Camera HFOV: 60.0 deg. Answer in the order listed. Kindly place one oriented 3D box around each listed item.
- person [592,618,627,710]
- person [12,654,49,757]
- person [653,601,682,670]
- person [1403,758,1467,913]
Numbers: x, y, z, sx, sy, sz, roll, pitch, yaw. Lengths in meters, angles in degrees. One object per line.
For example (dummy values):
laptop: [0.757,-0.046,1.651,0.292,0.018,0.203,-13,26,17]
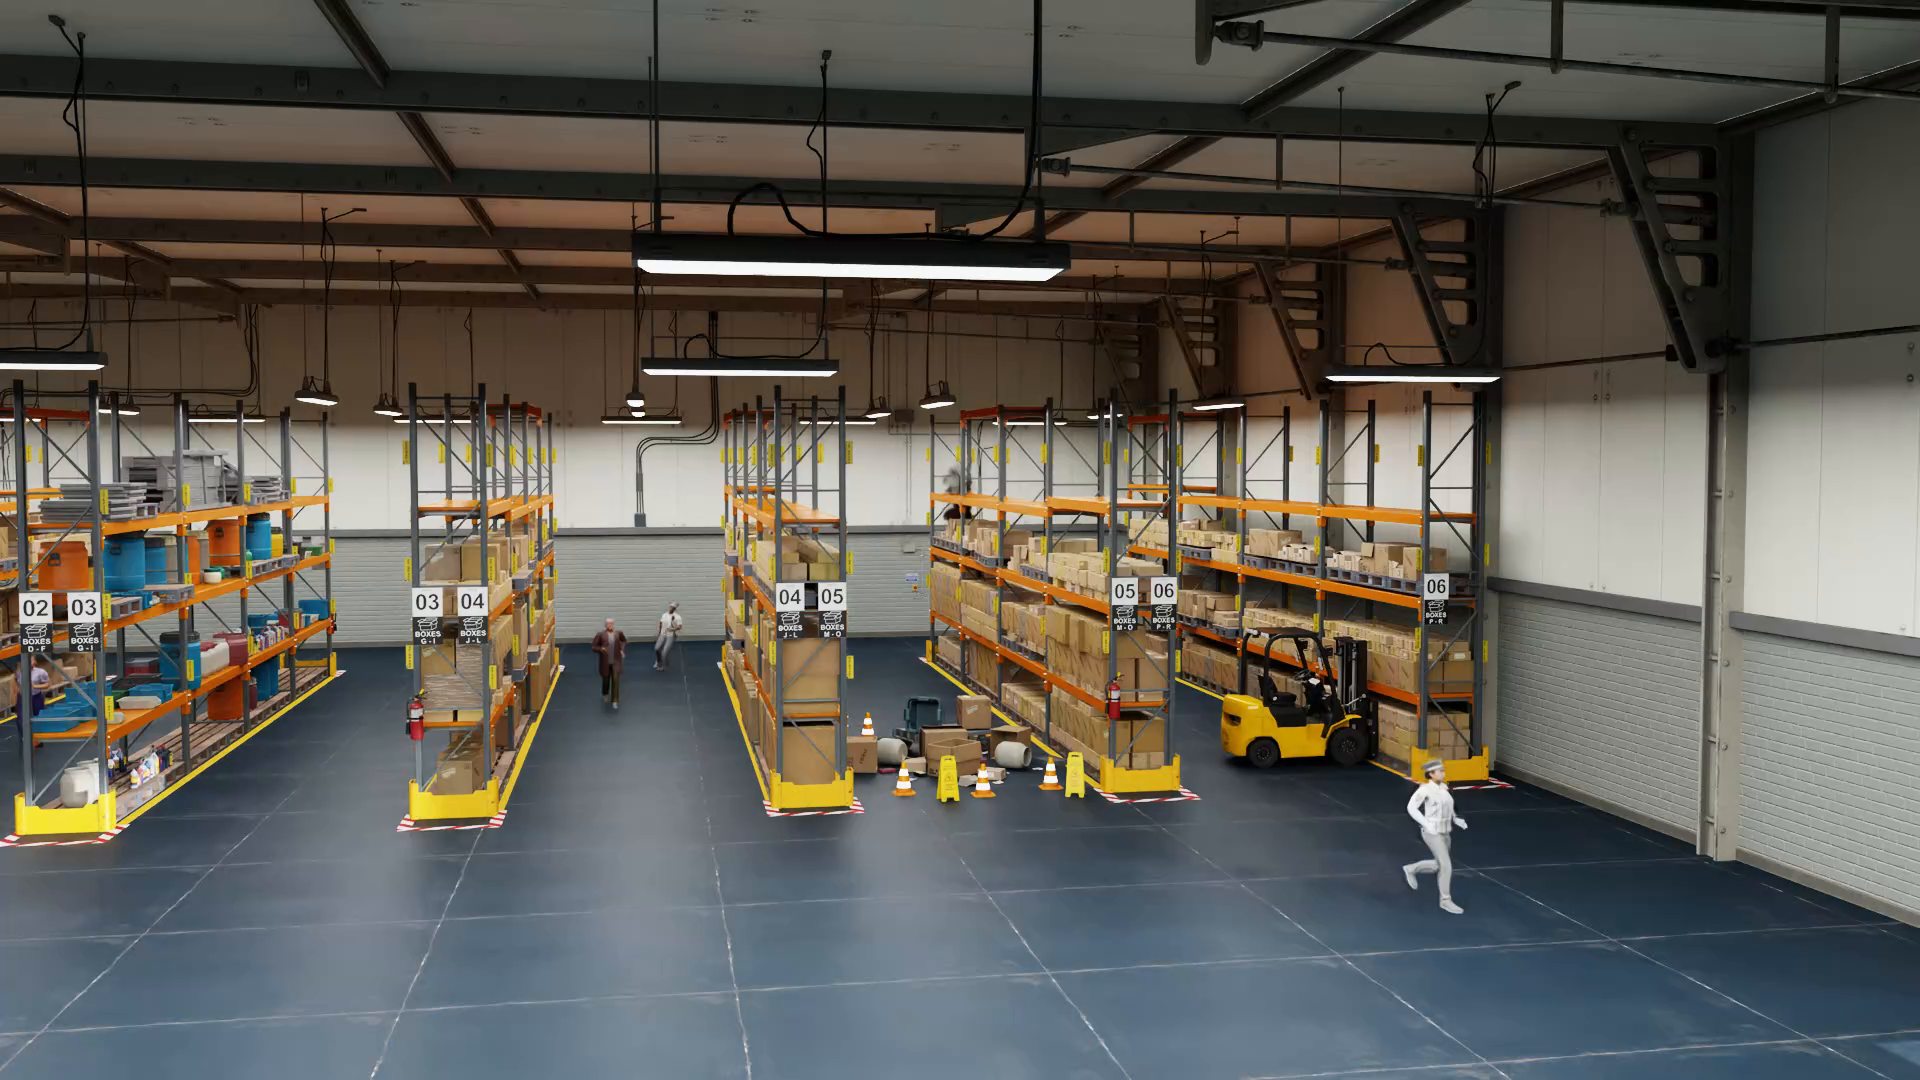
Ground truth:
person: [-6.879,2.415,32.726,0.711,1.752,1.031,-1,3,-19]
person: [-15.630,2.764,27.980,0.580,1.710,0.767,-1,3,-22]
person: [-6.821,2.235,38.658,0.680,1.620,0.535,1,3,17]
person: [5.232,3.244,18.440,0.618,1.687,0.780,-3,4,-43]
